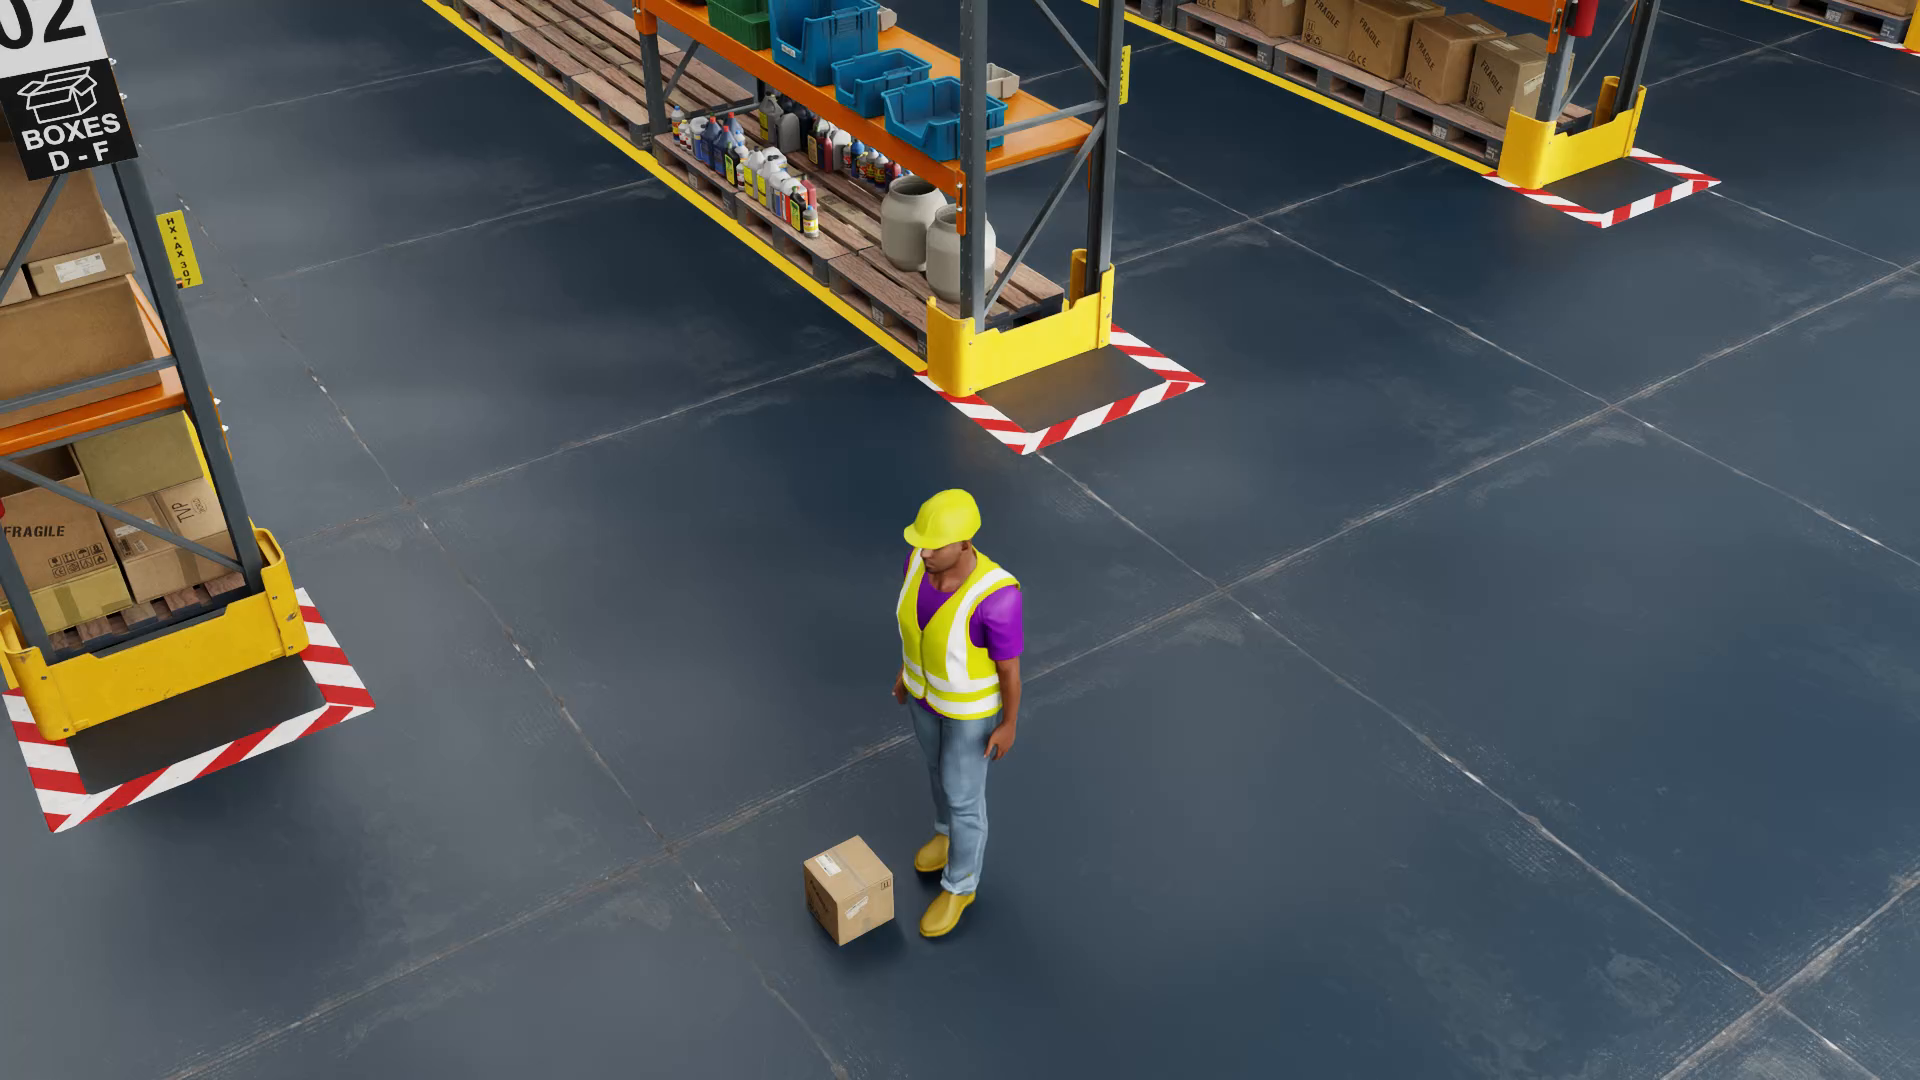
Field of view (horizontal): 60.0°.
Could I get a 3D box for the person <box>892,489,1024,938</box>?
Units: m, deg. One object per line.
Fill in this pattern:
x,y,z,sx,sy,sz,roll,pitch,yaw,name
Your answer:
-0.100,0.612,6.131,0.548,1.774,0.583,-30,45,-34,person
